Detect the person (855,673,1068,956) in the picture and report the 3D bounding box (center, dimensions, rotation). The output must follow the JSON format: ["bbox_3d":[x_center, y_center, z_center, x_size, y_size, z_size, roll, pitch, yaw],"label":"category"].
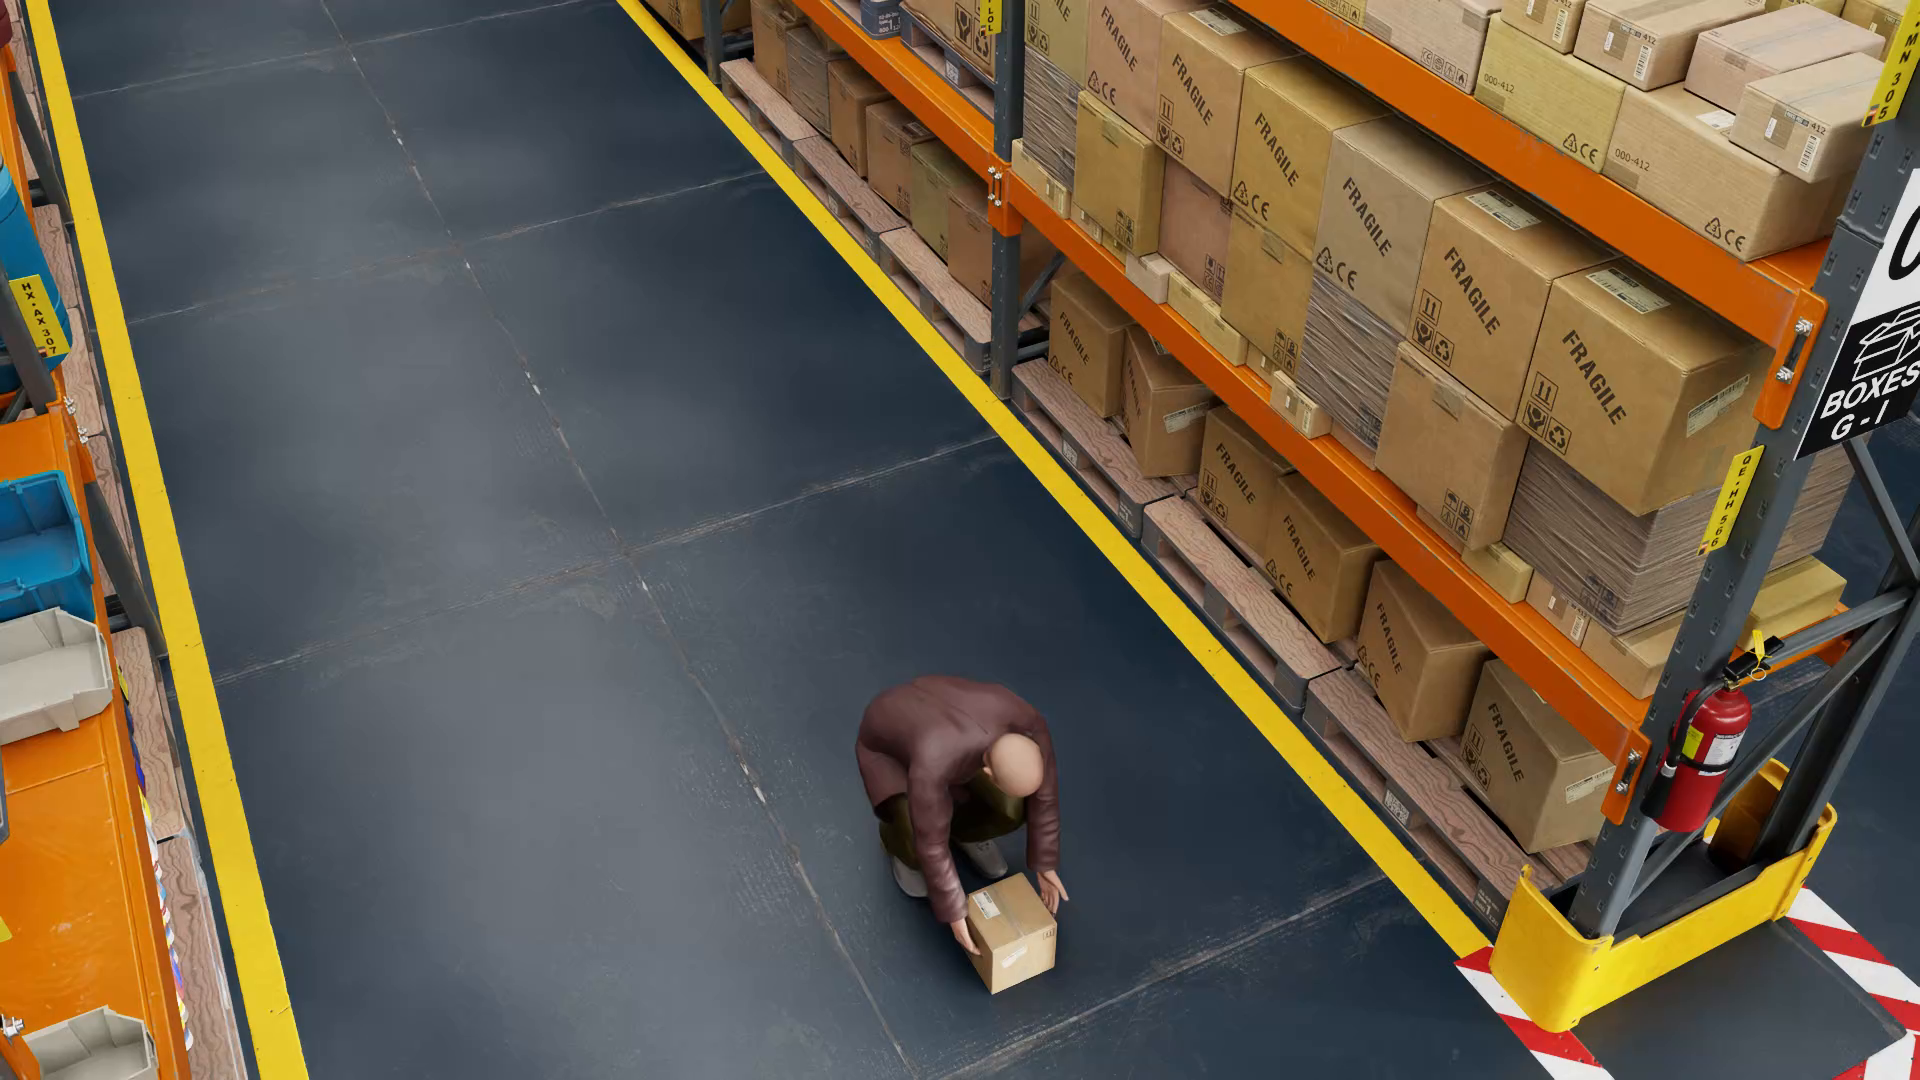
[{"bbox_3d":[-0.005,0.854,5.788,0.609,0.982,0.905,-19,44,-21],"label":"person"}]
